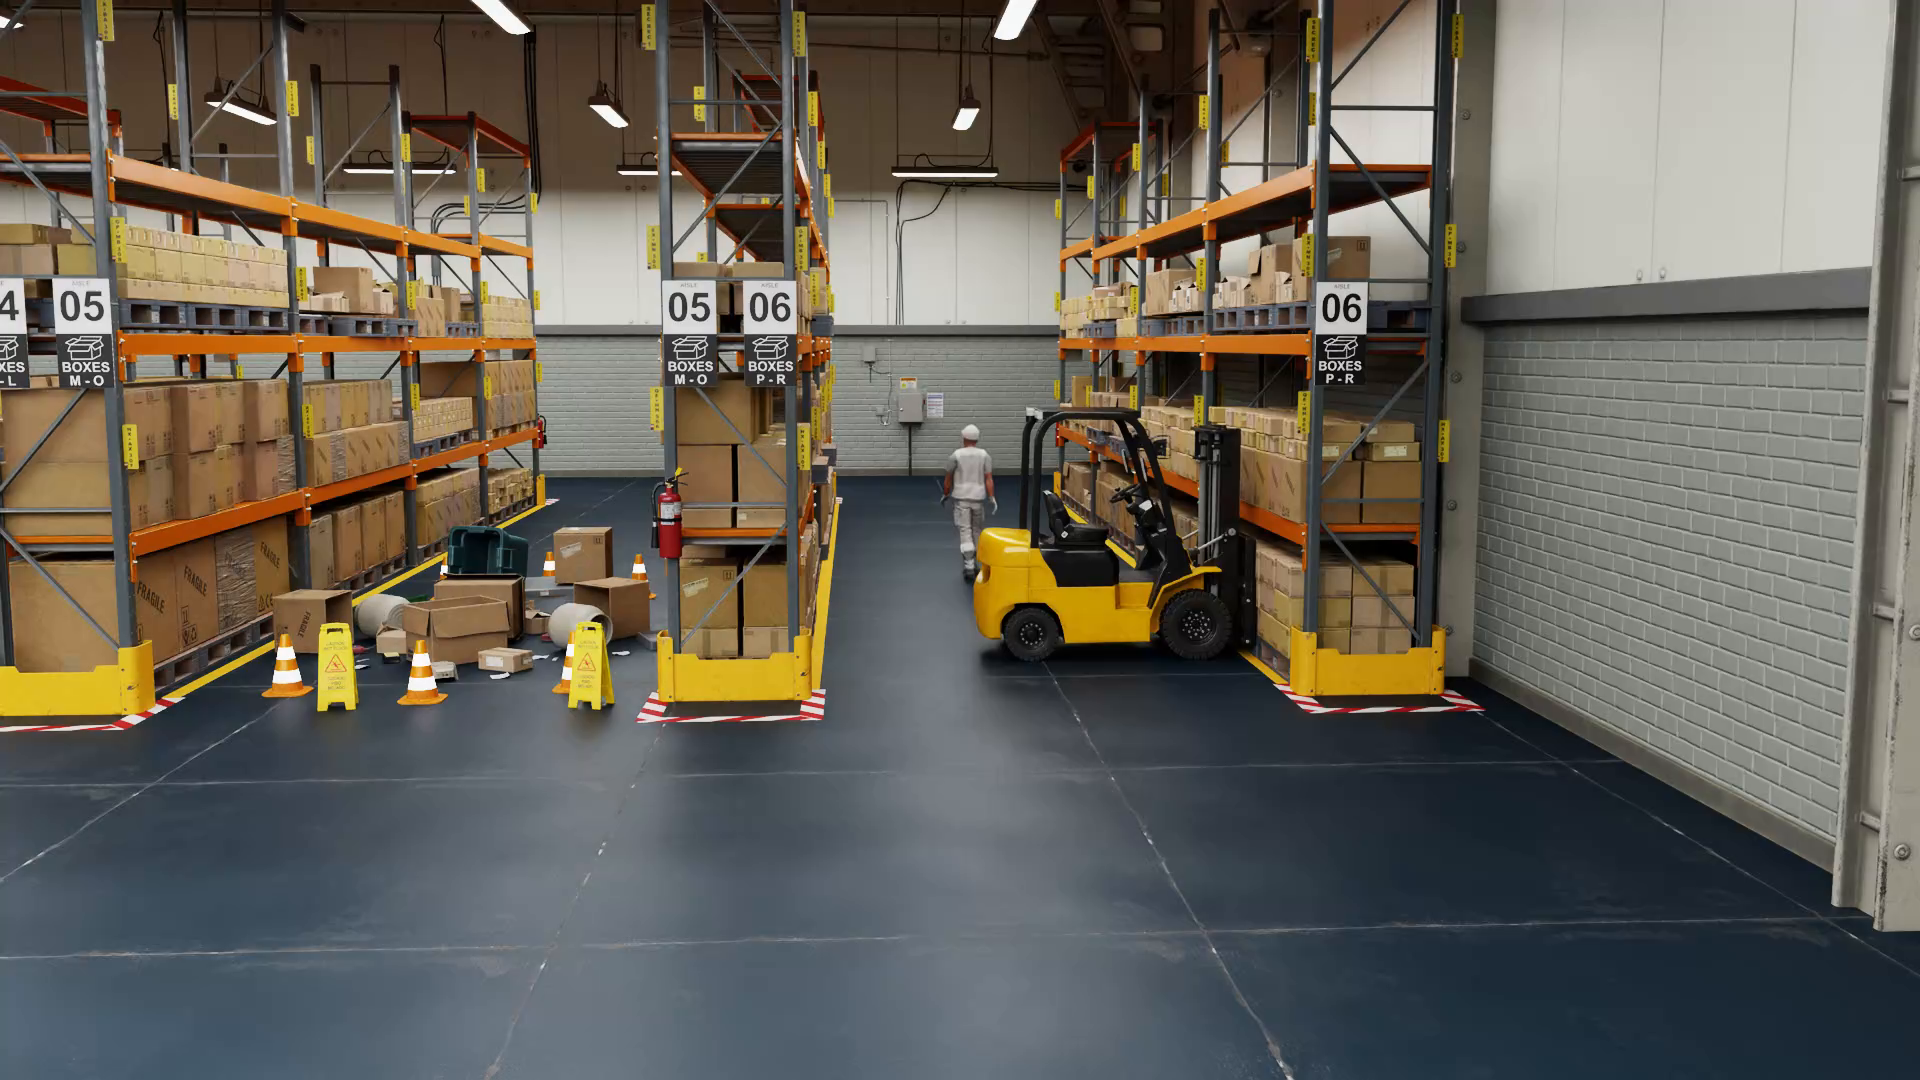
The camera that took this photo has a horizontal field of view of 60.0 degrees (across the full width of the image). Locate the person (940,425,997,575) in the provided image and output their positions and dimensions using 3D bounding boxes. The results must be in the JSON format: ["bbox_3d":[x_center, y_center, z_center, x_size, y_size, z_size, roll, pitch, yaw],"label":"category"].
[{"bbox_3d":[0.080,-0.499,19.668,0.607,1.735,0.984,-1,7,-12],"label":"person"}]
